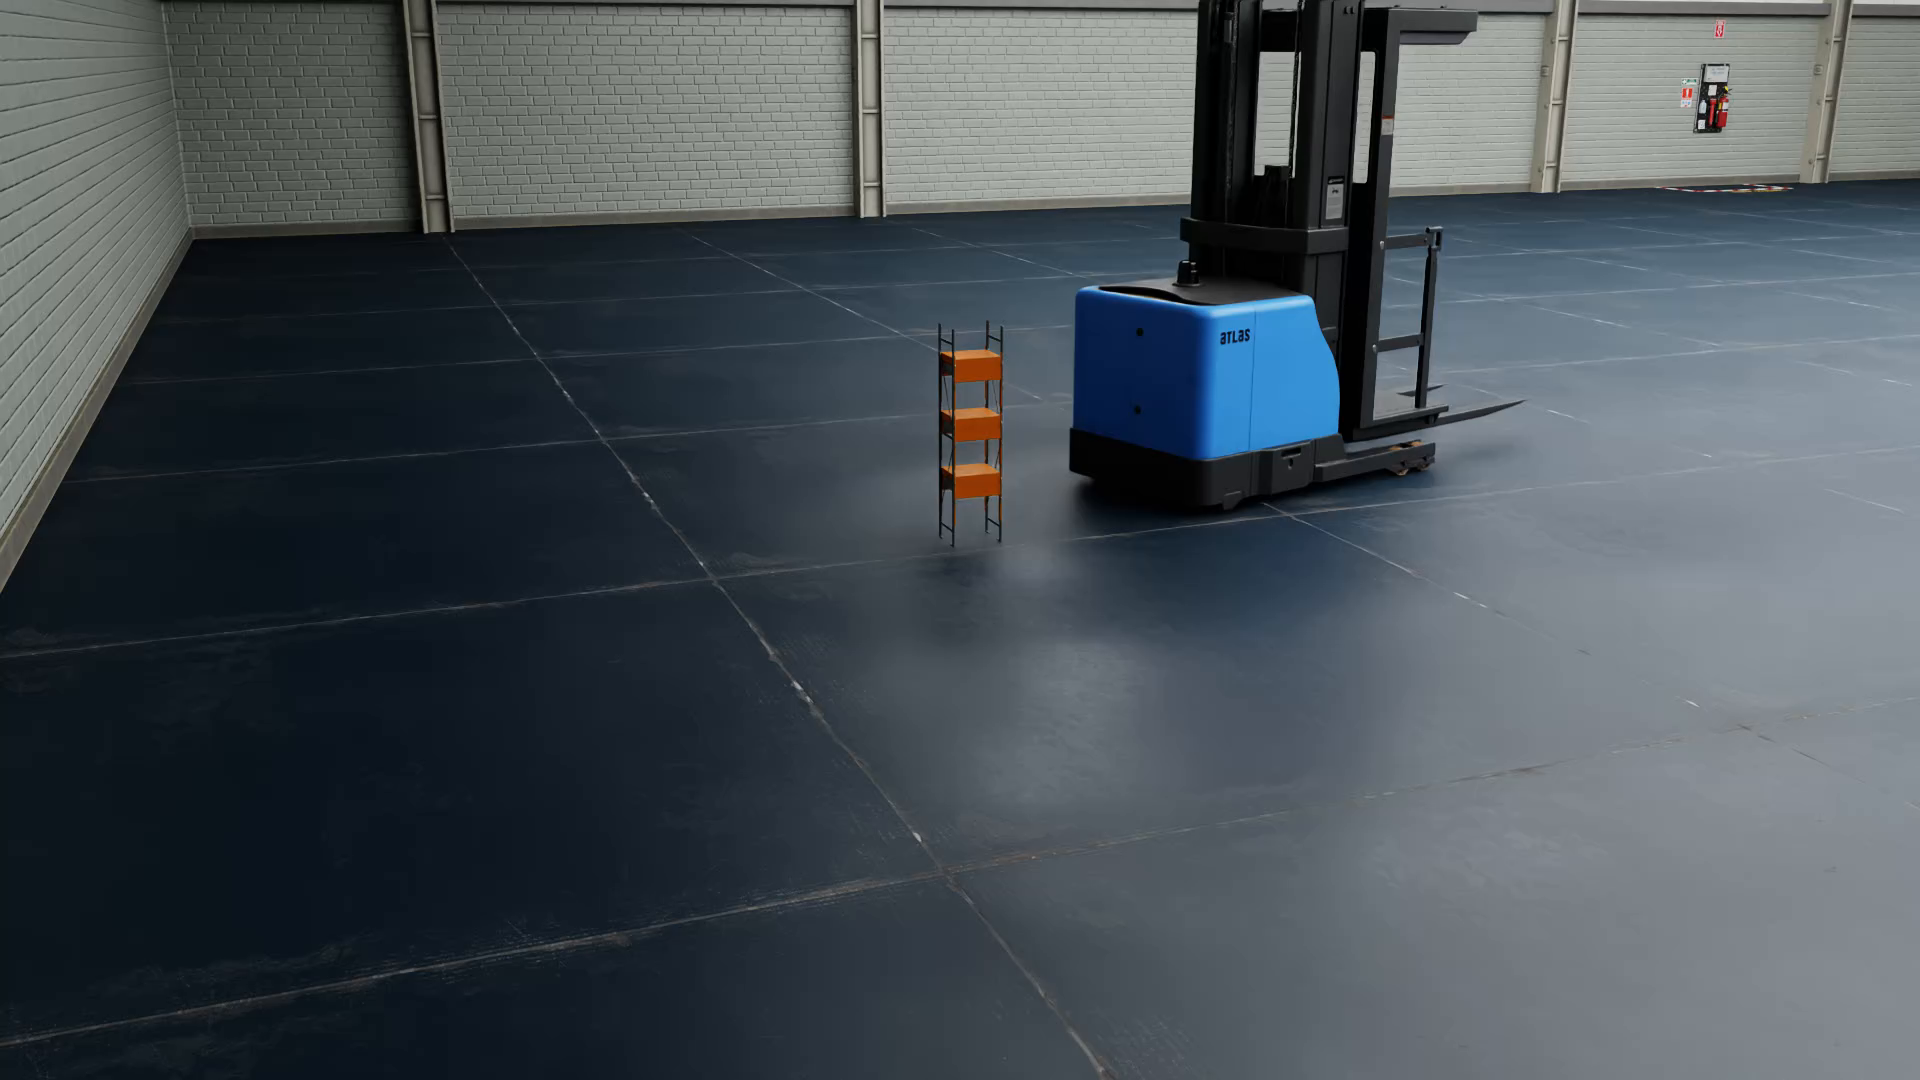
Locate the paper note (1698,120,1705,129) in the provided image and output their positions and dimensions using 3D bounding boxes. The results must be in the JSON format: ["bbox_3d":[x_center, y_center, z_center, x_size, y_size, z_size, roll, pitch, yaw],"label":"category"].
[{"bbox_3d":[12.997,-7.280,29.130,0.142,0.148,0.016,-6,17,-20],"label":"paper note"}]

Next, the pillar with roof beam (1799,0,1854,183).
[{"bbox_3d":[17.049,-9.688,25.117,0.400,9.000,9.100,-6,17,-20],"label":"pillar with roof beam"}]

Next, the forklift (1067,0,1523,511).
[{"bbox_3d":[2.067,-1.869,9.259,3.031,2.935,1.130,-12,20,-36],"label":"forklift"}]

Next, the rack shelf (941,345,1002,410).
[{"bbox_3d":[0.050,-0.771,7.892,0.240,0.259,0.215,-6,17,-20],"label":"rack shelf"}]

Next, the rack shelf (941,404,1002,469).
[{"bbox_3d":[0.050,-0.499,7.972,0.240,0.259,0.215,-6,17,-20],"label":"rack shelf"}]

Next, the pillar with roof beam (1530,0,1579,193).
[{"bbox_3d":[11.446,-9.083,23.057,0.400,9.000,9.100,-6,17,-20],"label":"pillar with roof beam"}]

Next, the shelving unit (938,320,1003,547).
[{"bbox_3d":[0.050,-0.509,7.969,0.252,1.050,0.215,-6,17,-20],"label":"shelving unit"}]

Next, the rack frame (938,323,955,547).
[{"bbox_3d":[-0.064,-0.497,7.927,0.008,1.050,0.200,-6,17,-20],"label":"rack frame"}]

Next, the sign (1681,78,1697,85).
[{"bbox_3d":[12.641,-7.944,28.822,0.331,0.109,0.001,-6,17,-20],"label":"sign"}]

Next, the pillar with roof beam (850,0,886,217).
[{"bbox_3d":[0.241,-7.873,18.937,0.400,9.000,9.100,-6,17,-20],"label":"pillar with roof beam"}]

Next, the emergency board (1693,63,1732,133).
[{"bbox_3d":[13.187,-7.703,29.005,0.643,1.169,0.194,-6,17,-20],"label":"emergency board"}]

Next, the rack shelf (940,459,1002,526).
[{"bbox_3d":[0.050,-0.232,8.050,0.240,0.259,0.215,-6,17,-20],"label":"rack shelf"}]

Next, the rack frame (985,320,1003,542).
[{"bbox_3d":[0.164,-0.521,8.011,0.008,1.050,0.200,-6,17,-20],"label":"rack frame"}]

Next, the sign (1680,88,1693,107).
[{"bbox_3d":[12.634,-7.691,28.903,0.234,0.329,0.001,-6,17,-20],"label":"sign"}]

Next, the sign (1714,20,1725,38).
[{"bbox_3d":[13.144,-8.840,28.765,0.199,0.298,0.001,-6,17,-20],"label":"sign"}]

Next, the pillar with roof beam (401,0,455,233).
[{"bbox_3d":[-5.362,-7.268,16.877,0.400,9.000,9.100,-6,17,-20],"label":"pillar with roof beam"}]
